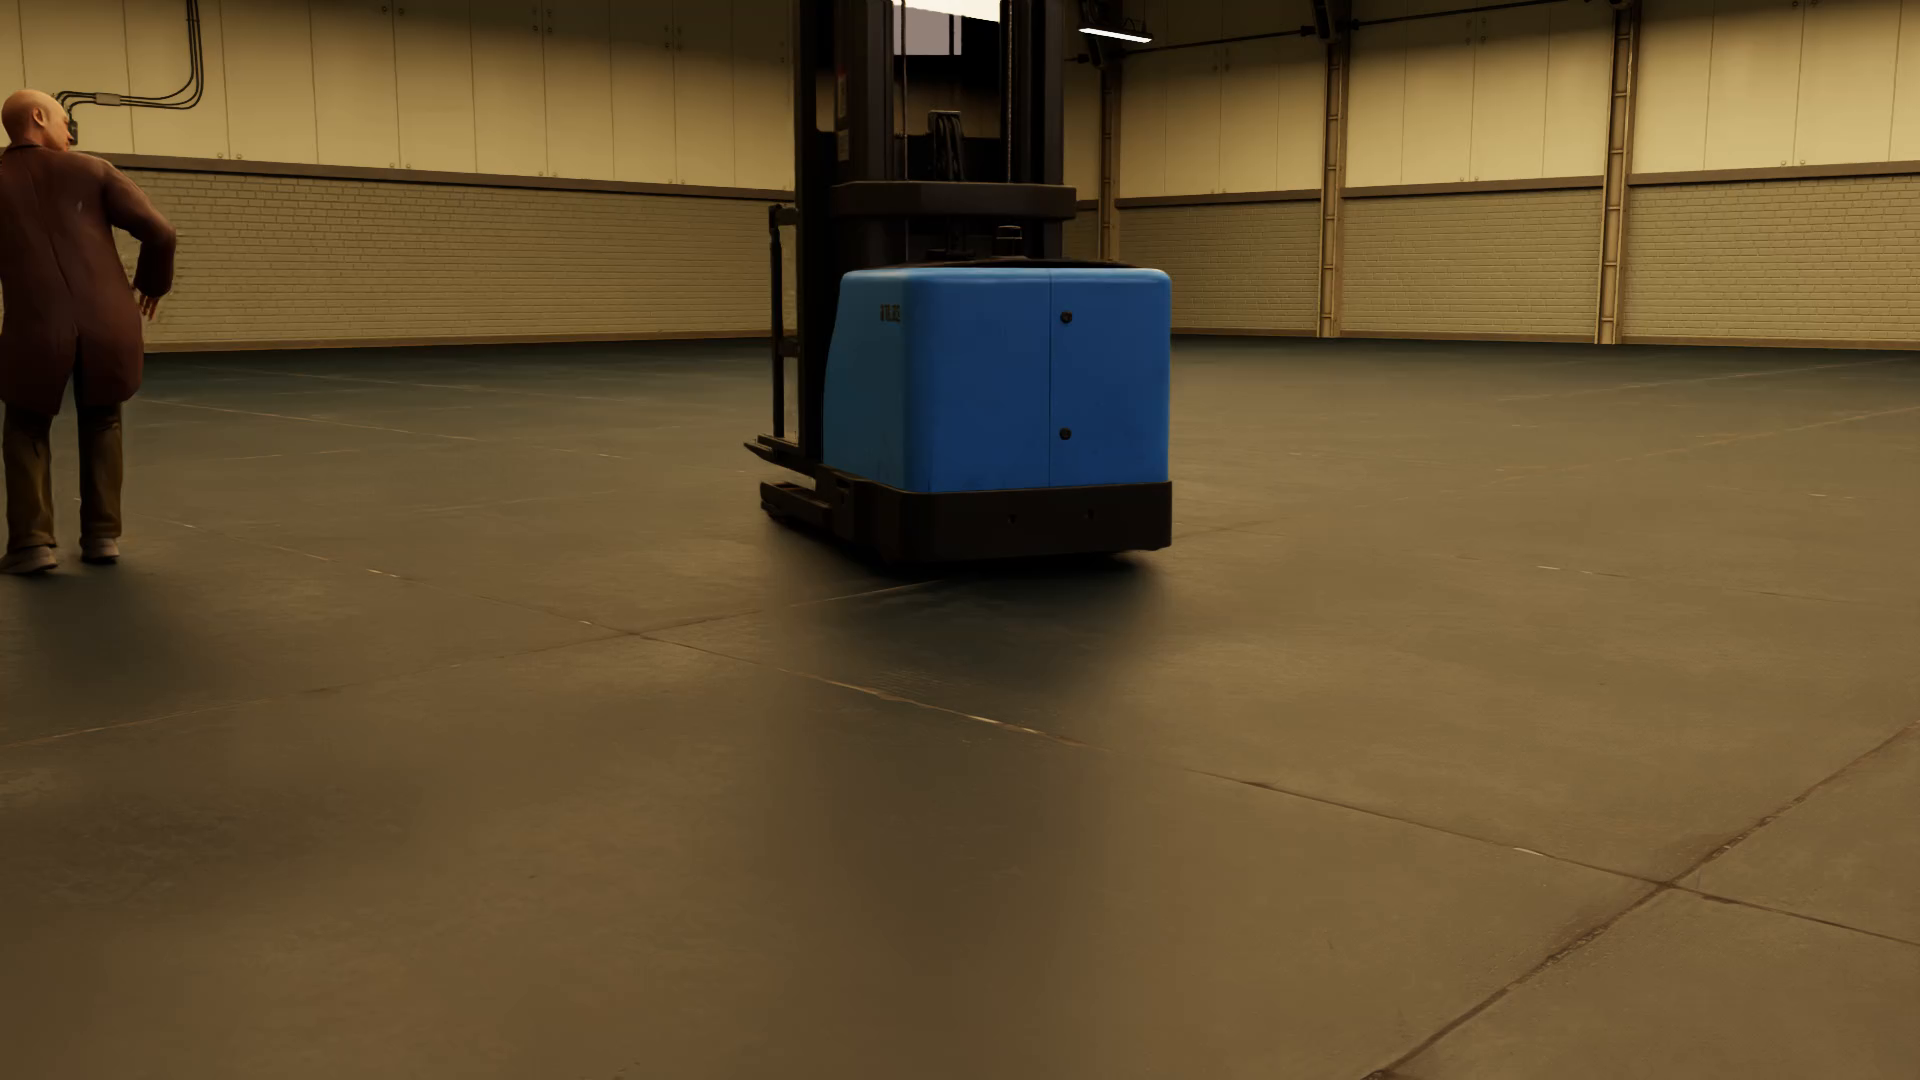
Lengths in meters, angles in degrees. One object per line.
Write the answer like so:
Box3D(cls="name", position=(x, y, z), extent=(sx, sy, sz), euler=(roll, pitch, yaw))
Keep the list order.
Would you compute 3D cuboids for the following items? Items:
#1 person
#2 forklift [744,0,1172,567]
Box3D(cls="person", position=(-3.304, -0.743, 6.060), extent=(0.829, 1.736, 0.644), euler=(-5, 10, -30))
Box3D(cls="forklift", position=(-0.236, -1.534, 7.060), extent=(1.130, 2.935, 3.031), euler=(-3, 9, -21))
